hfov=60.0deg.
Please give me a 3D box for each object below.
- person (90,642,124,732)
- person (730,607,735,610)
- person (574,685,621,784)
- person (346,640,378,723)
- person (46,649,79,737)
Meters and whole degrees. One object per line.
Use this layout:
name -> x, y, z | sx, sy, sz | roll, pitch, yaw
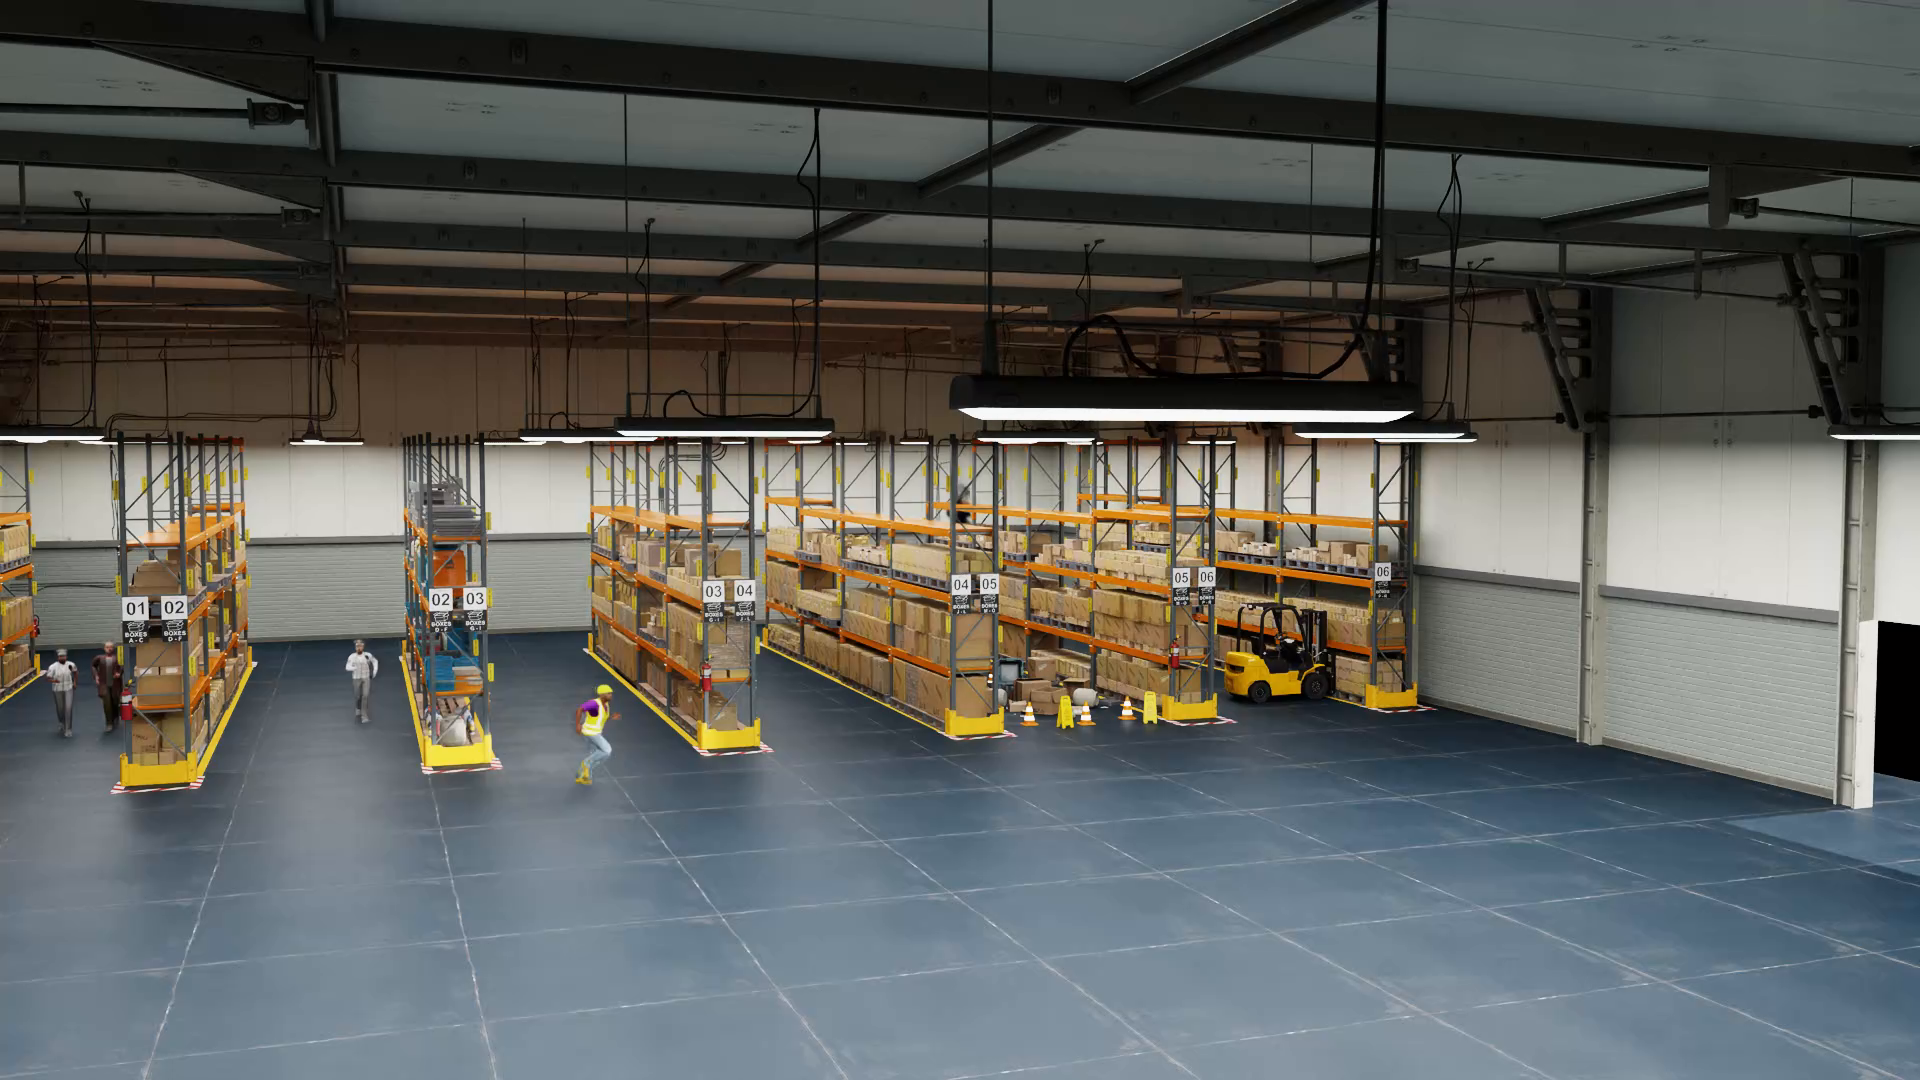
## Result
person -> -17.298, 2.964, 33.845 | 0.712, 1.788, 0.897 | -1, 3, -25
person -> -6.169, 2.314, 46.041 | 0.587, 1.681, 0.899 | -1, 3, -10
person -> -6.174, 3.304, 28.285 | 0.795, 1.679, 0.684 | 0, 3, 1
person -> -12.573, 2.947, 34.953 | 0.622, 1.714, 0.896 | -1, 3, -18
person -> -17.892, 3.019, 33.156 | 0.577, 1.716, 0.874 | -2, 4, -28
